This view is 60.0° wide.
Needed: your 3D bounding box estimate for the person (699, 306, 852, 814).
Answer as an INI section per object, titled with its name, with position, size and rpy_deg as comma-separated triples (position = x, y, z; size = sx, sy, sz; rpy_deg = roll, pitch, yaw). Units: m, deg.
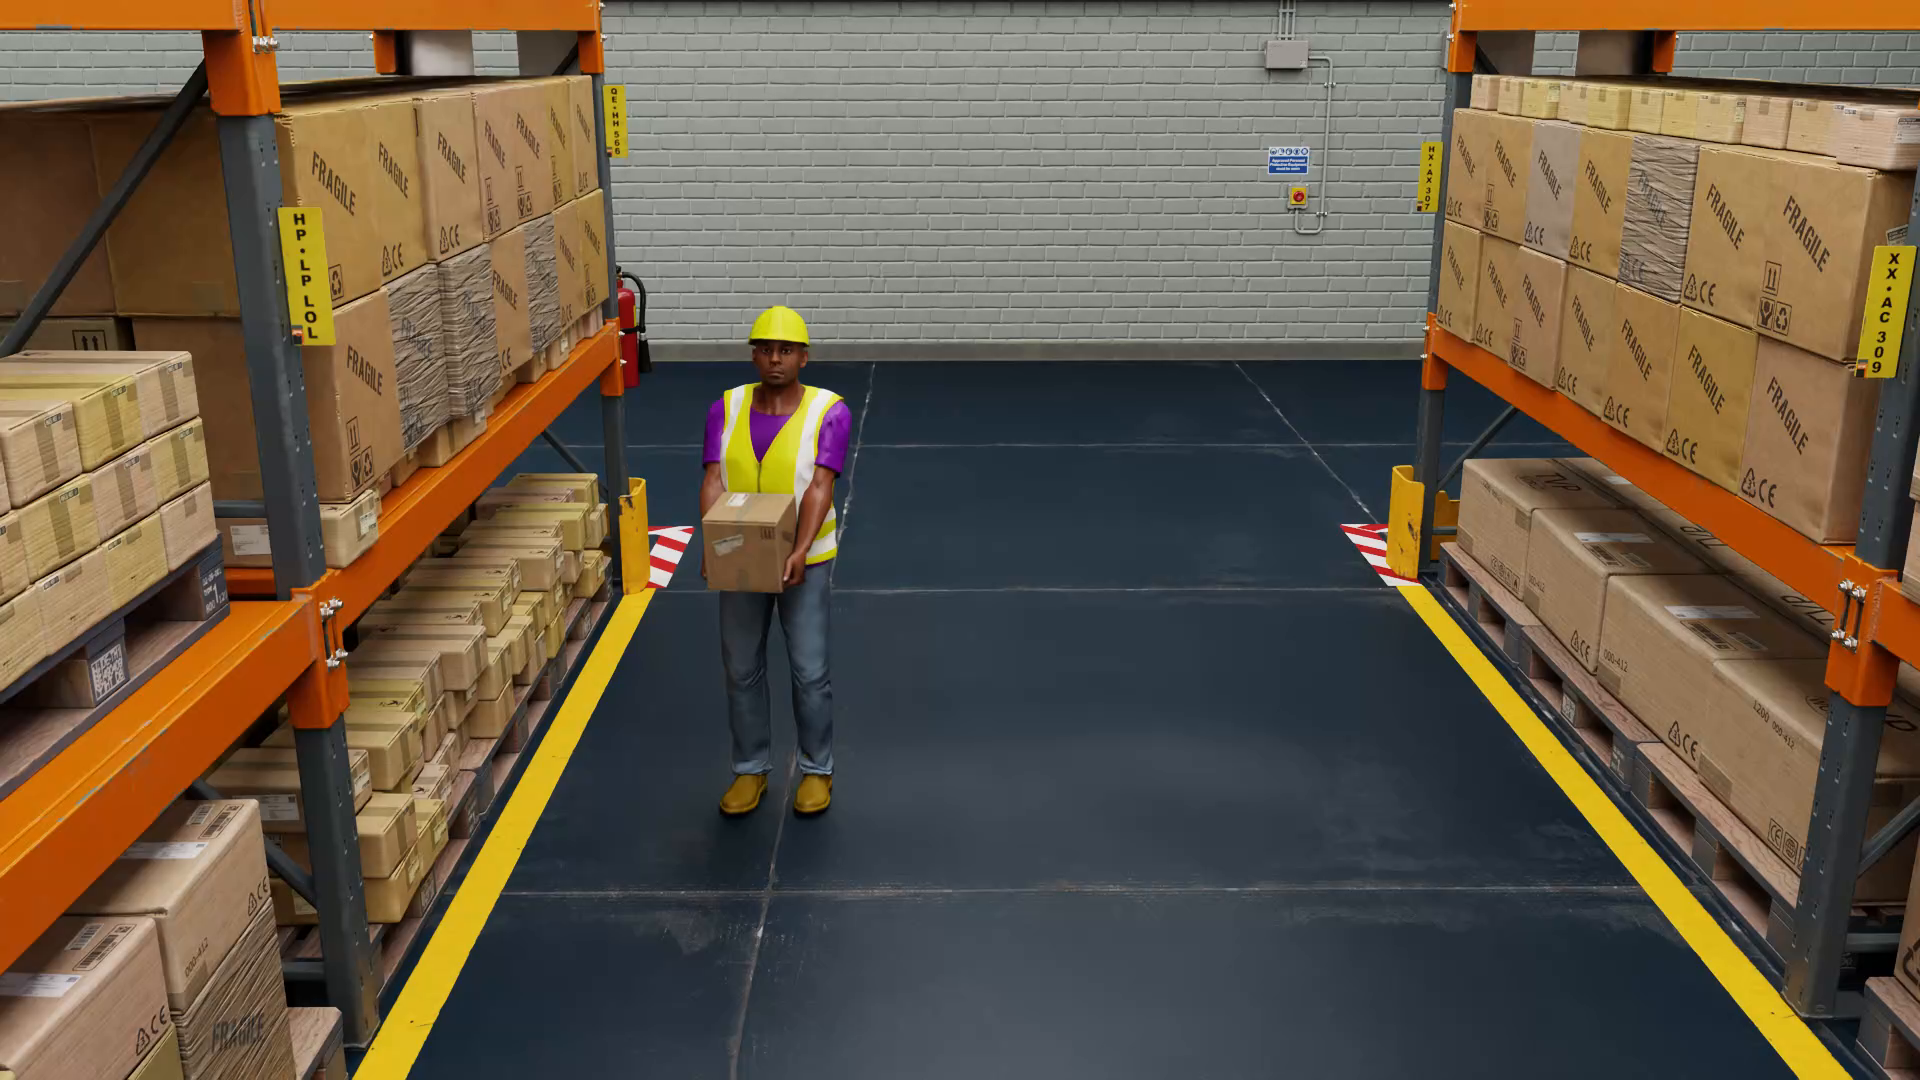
[person]
position = -0.642, 0.101, 5.688
size = 0.502, 1.758, 0.577
rpy_deg = 3, 17, 8
